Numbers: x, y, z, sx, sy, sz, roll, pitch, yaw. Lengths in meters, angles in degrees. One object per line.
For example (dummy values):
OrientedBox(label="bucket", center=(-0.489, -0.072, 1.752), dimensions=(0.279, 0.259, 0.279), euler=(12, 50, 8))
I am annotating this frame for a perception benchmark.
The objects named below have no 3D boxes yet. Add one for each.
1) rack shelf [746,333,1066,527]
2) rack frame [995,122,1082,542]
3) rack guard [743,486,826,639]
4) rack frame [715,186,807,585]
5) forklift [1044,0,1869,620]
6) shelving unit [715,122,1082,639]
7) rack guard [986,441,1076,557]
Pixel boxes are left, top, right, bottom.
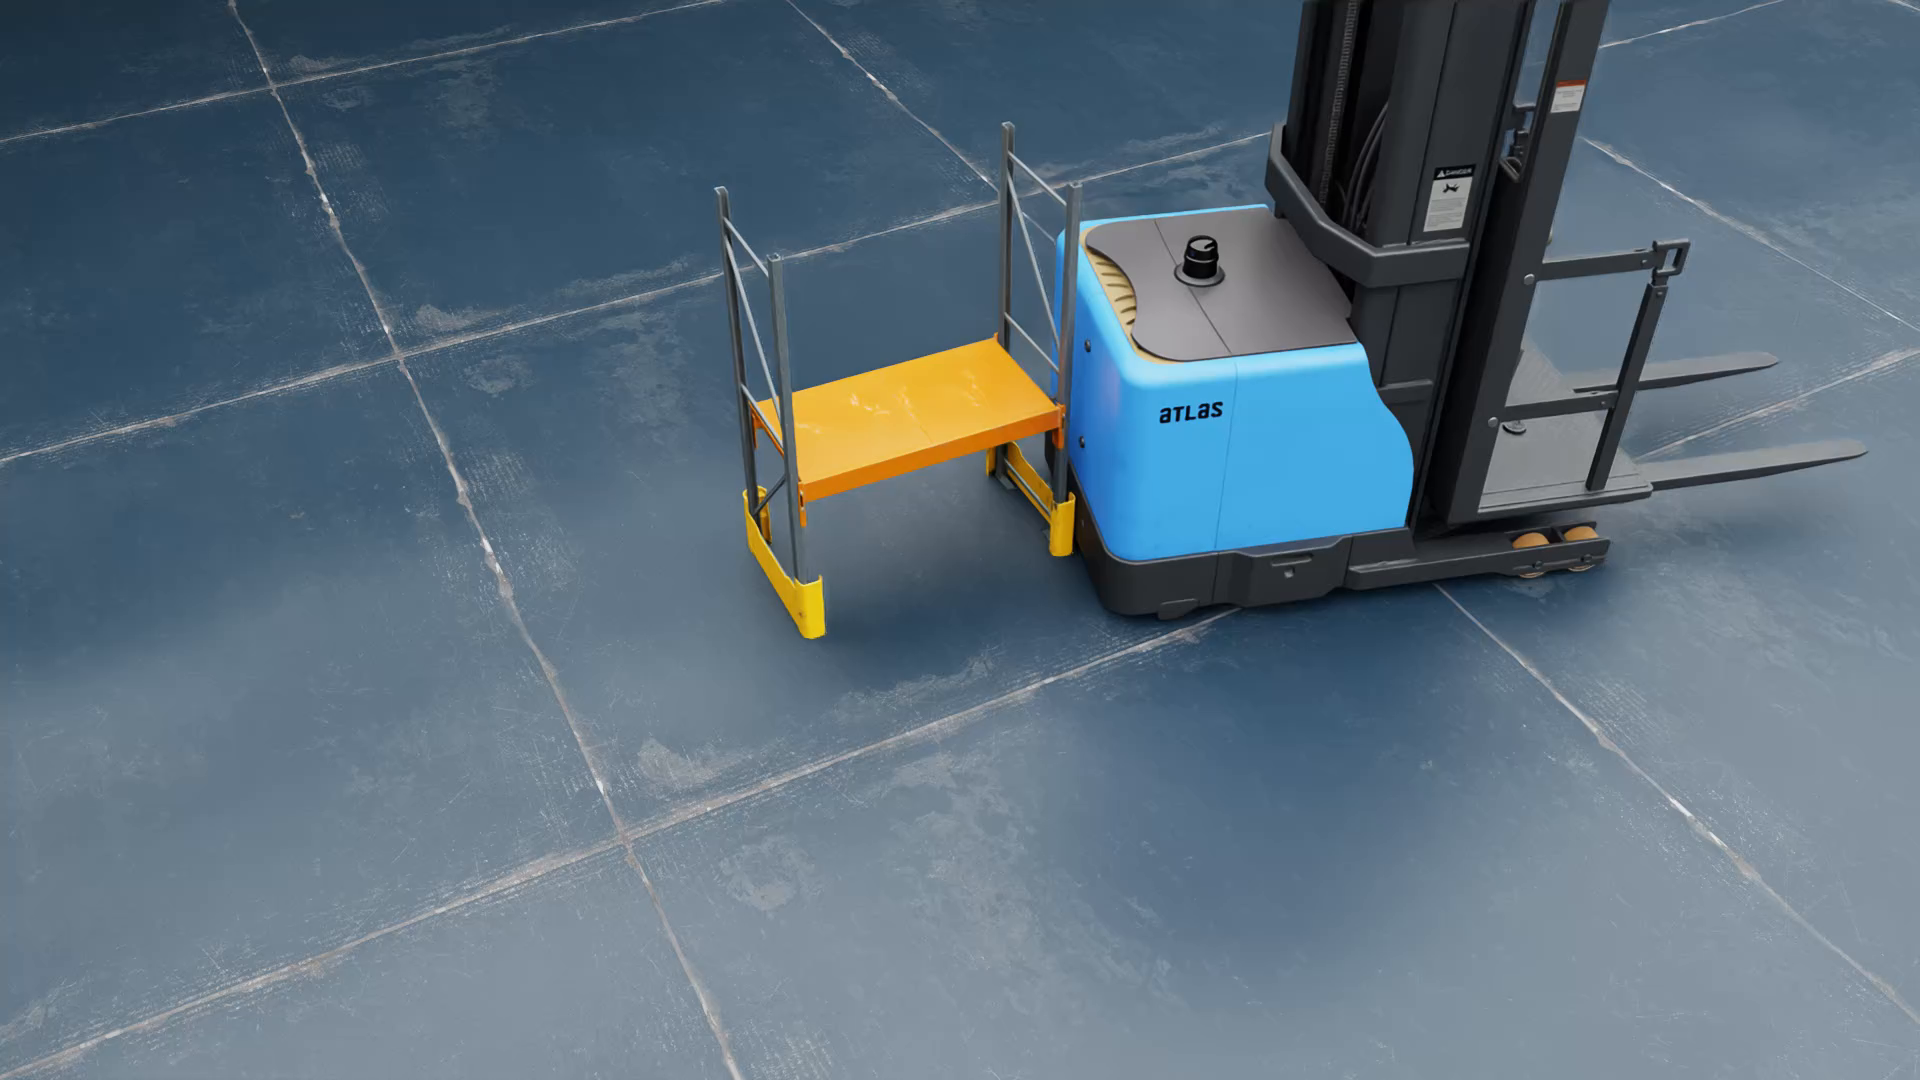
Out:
OrientedBox(label="rack shelf", center=(-0.194, -0.403, 5.844), dimensions=(1.000, 0.185, 0.538), euler=(-18, 43, -20))
OrientedBox(label="rack frame", center=(0.262, -0.685, 5.899), dimensions=(0.032, 1.500, 0.500), euler=(-18, 43, -20))
OrientedBox(label="rack guard", center=(-0.633, 0.076, 5.967), dimensions=(0.087, 0.250, 0.587), euler=(-18, 43, -20))
OrientedBox(label="rack frame", center=(-0.650, -0.396, 5.557), dimensions=(0.032, 1.500, 0.500), euler=(-18, 43, -20))
OrientedBox(label="forklift", center=(1.900, -1.309, 5.527), dimensions=(3.031, 2.935, 1.130), euler=(-7, 41, -8))
OrientedBox(label="shelving unit", center=(-0.186, -0.543, 5.731), dimensions=(1.083, 1.500, 0.587), euler=(-18, 43, -20))
OrientedBox(label="rack guard", center=(0.261, -0.208, 6.302), dimensions=(0.087, 0.250, 0.587), euler=(-18, 43, -20))
